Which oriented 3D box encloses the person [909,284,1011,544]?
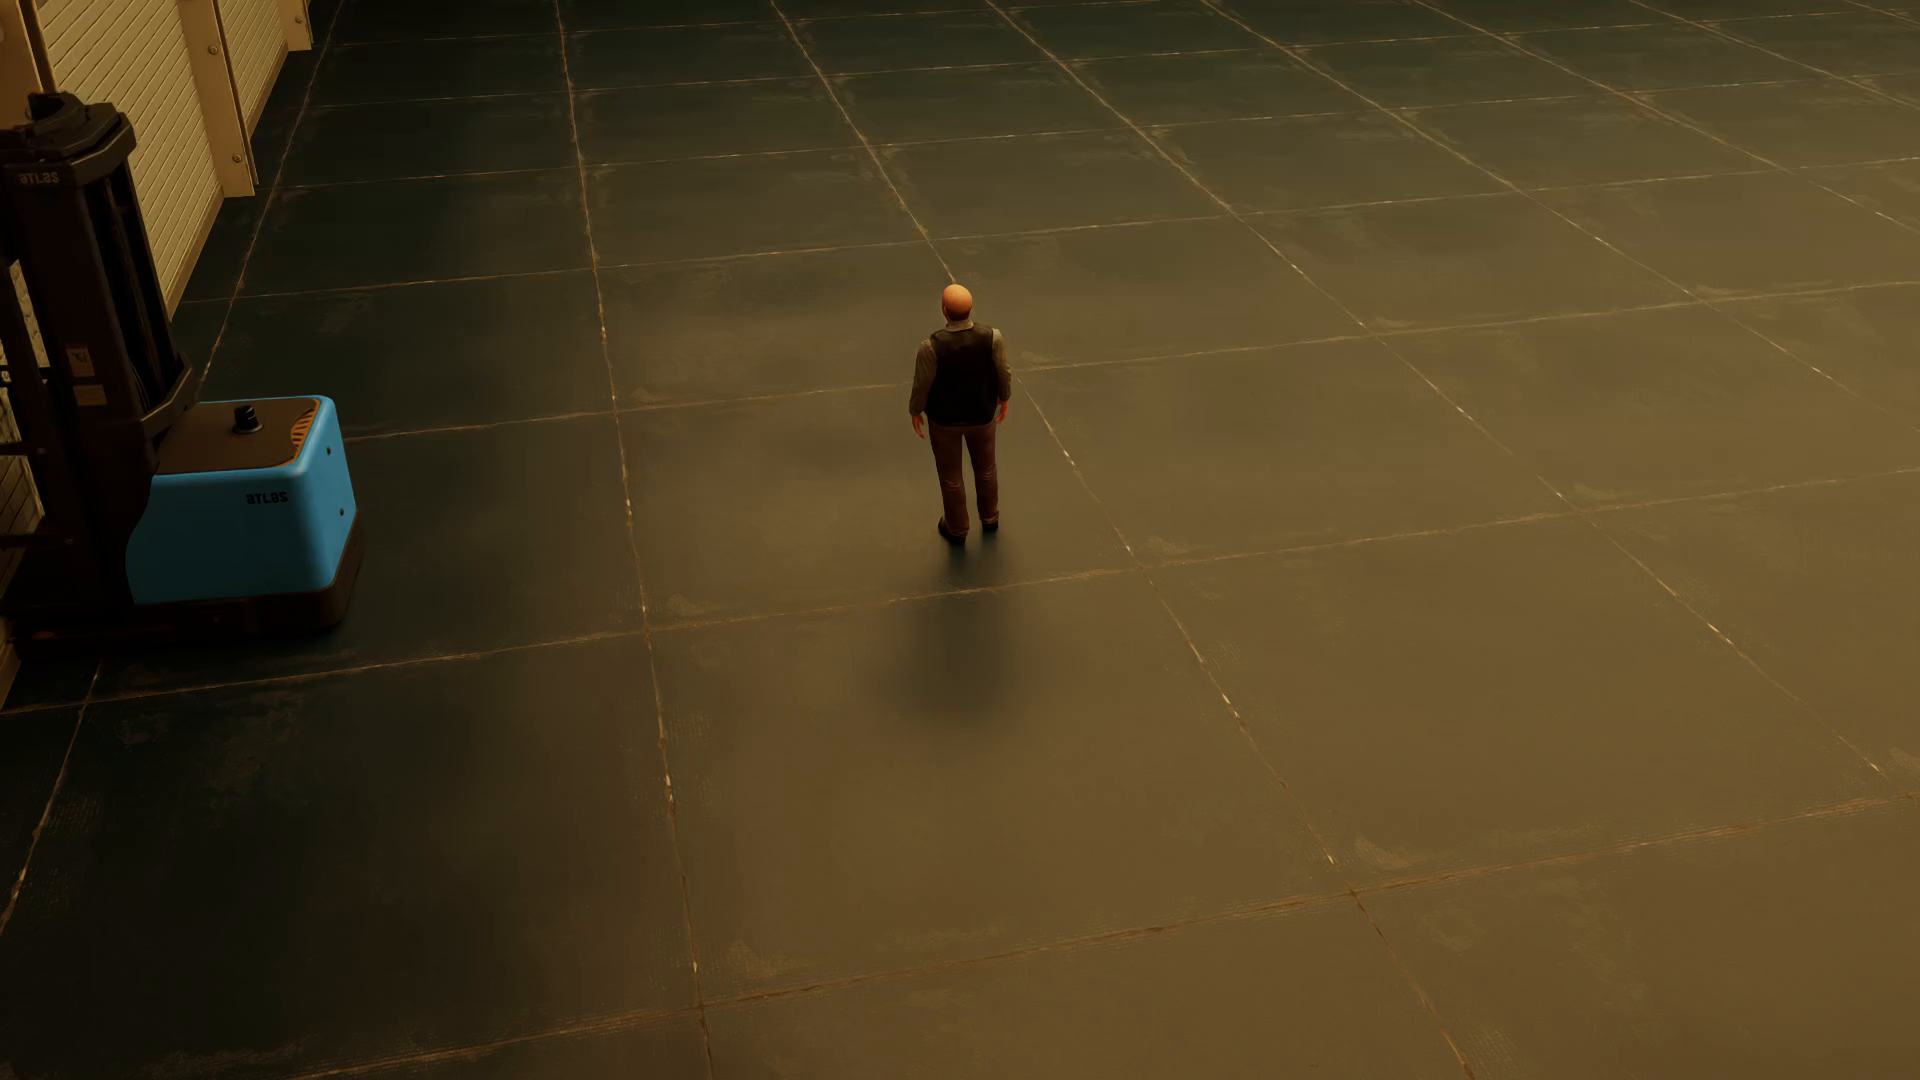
[{"bbox_3d":[-0.010,-0.787,10.126,0.633,1.722,0.551,-7,31,-12],"label":"person"}]

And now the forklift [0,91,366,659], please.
[{"bbox_3d":[-5.121,-0.861,9.061,3.031,2.935,1.130,-4,30,-7],"label":"forklift"}]
